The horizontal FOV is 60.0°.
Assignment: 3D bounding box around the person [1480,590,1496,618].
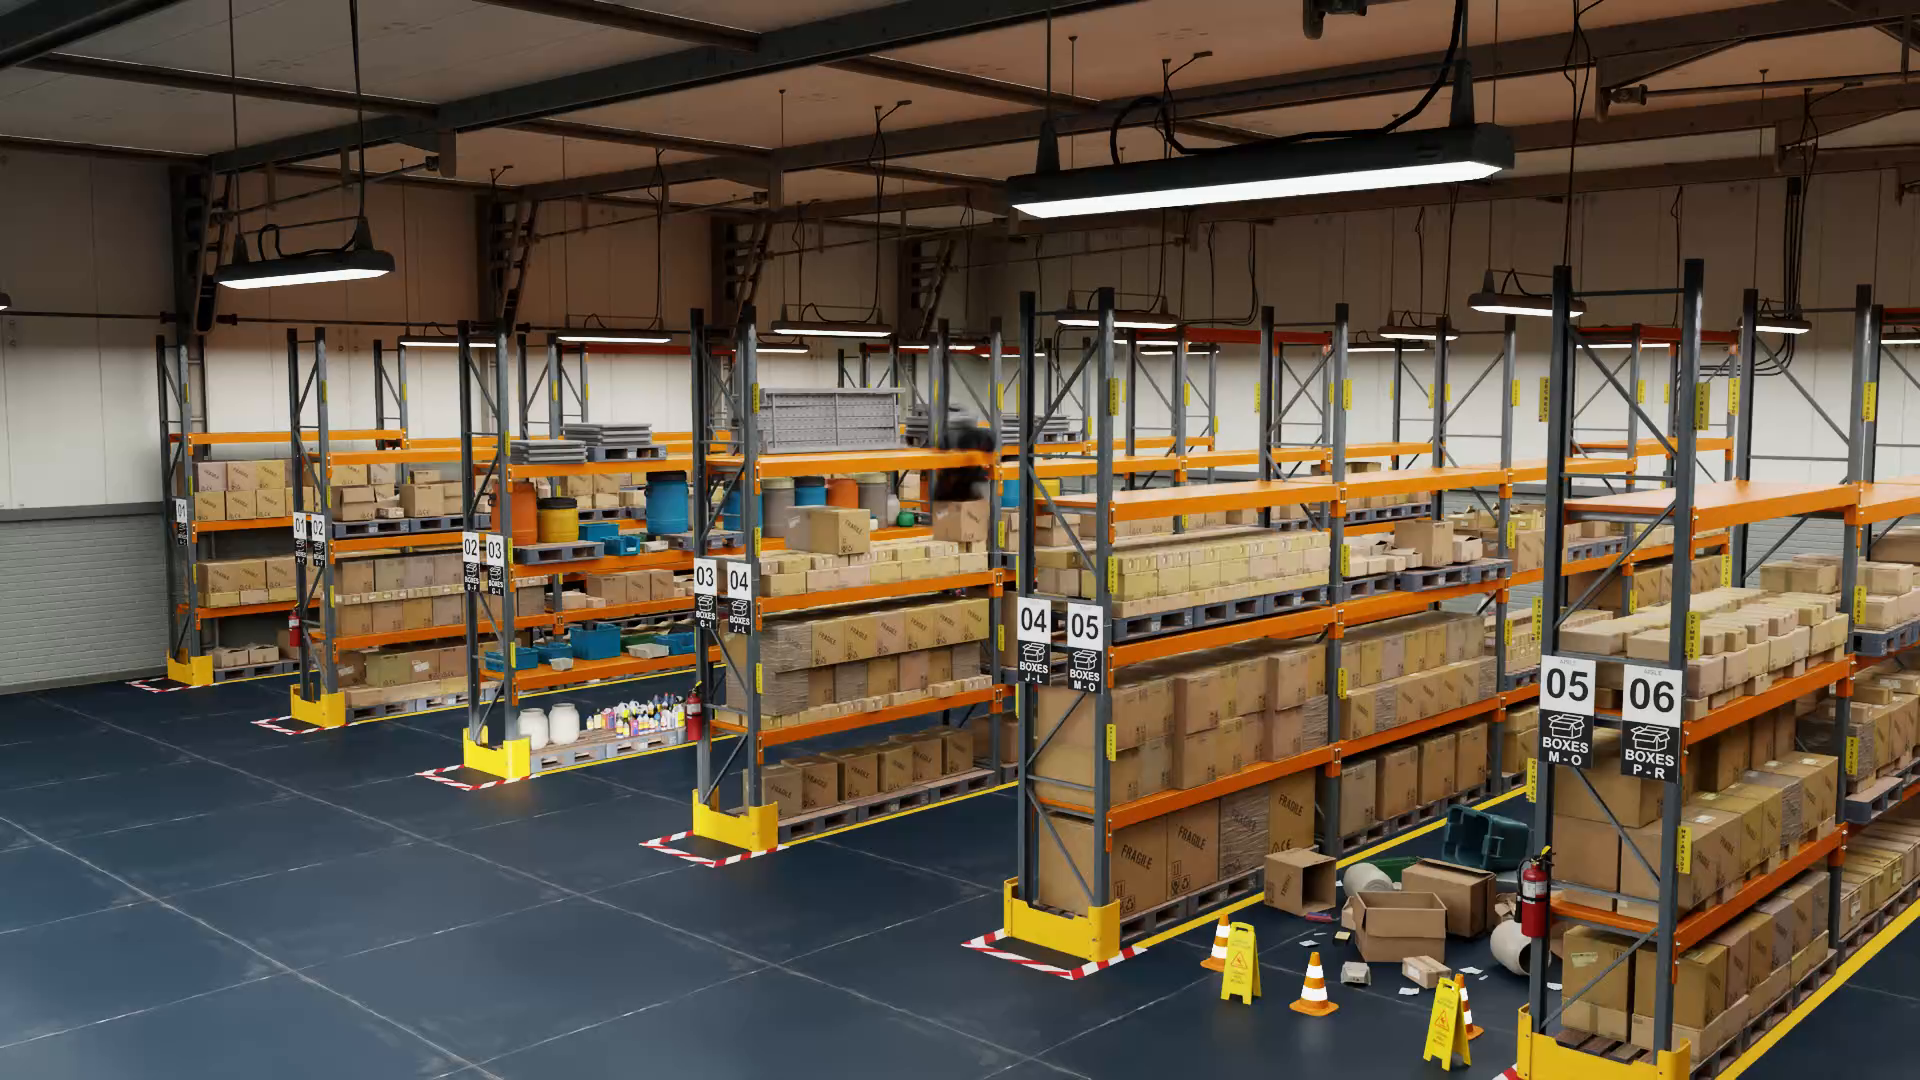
[{"bbox_3d":[9.708,1.563,30.189,0.616,1.498,0.936,-3,6,-28],"label":"person"}]
